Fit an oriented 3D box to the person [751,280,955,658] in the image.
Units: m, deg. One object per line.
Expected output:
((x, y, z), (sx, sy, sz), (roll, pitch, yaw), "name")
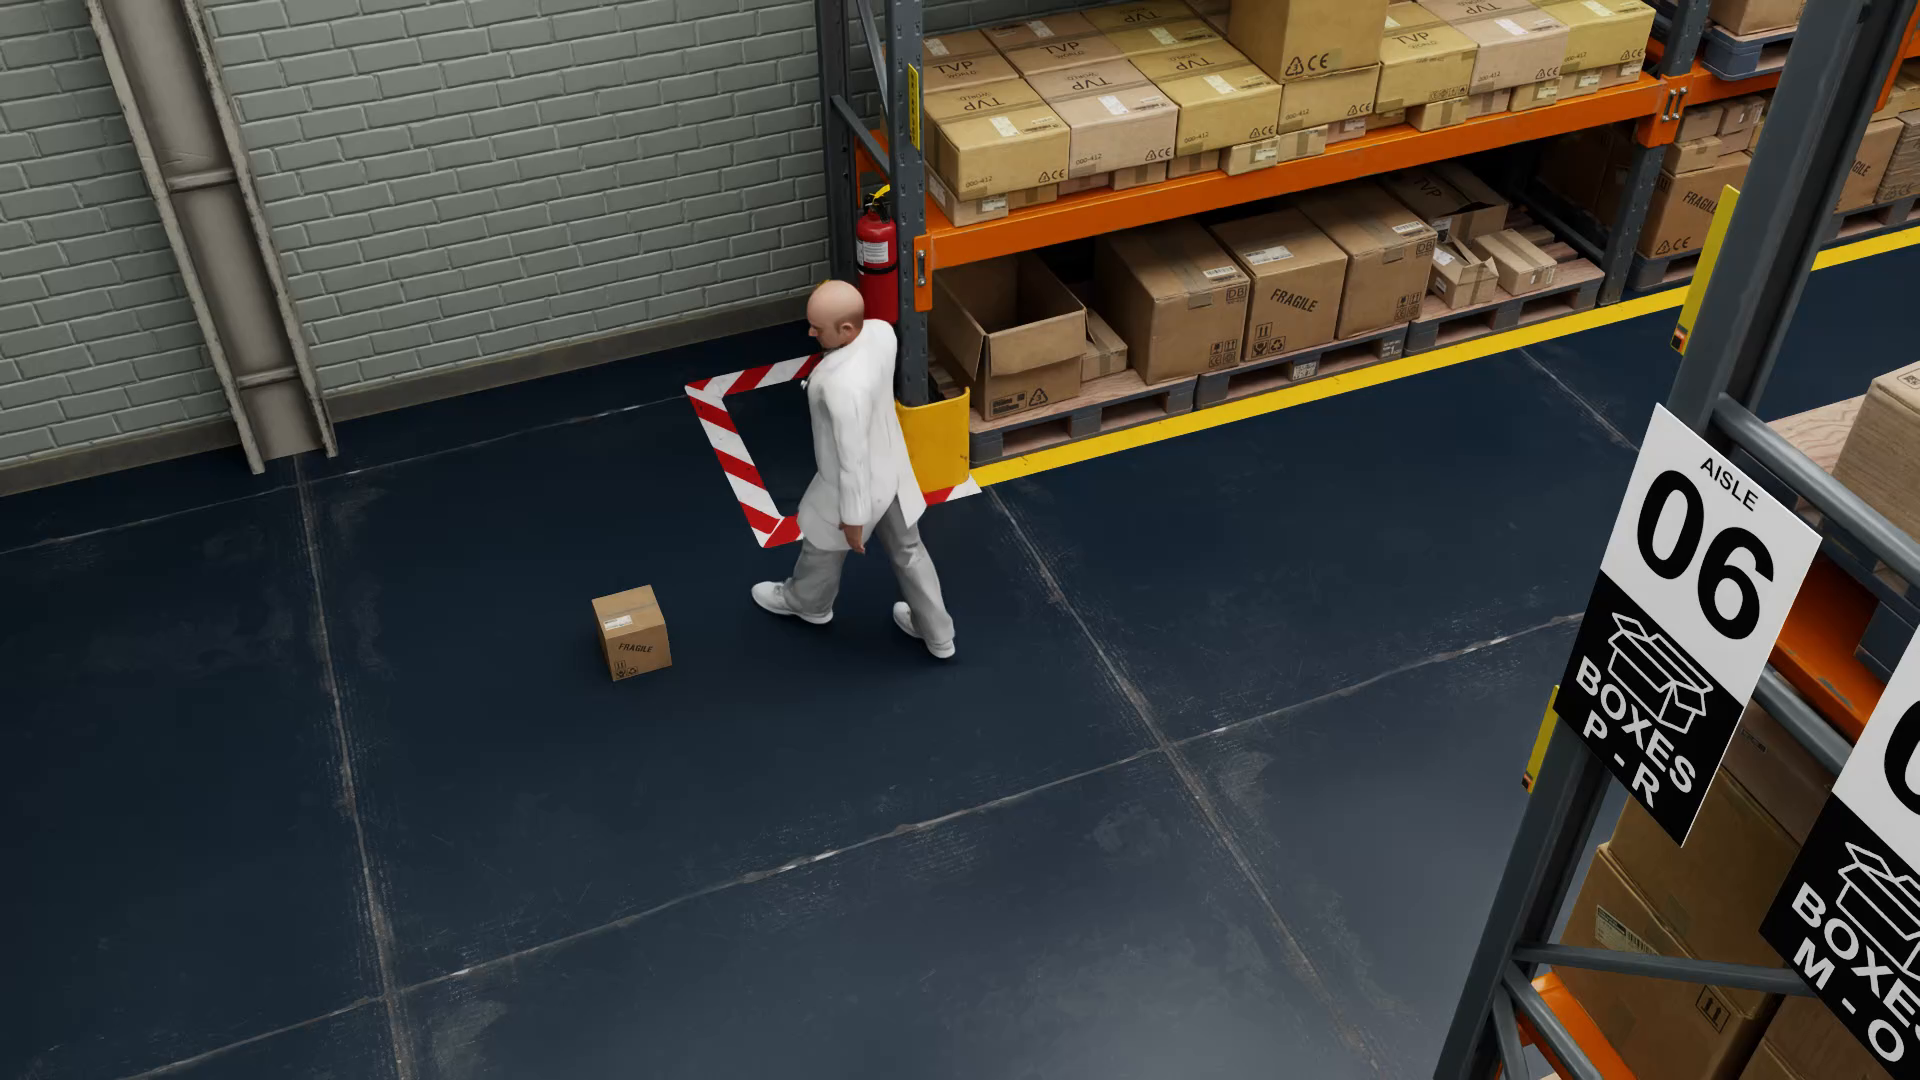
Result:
((-0.441, -0.304, 6.493), (0.938, 1.738, 0.700), (17, 44, 19), "person")
